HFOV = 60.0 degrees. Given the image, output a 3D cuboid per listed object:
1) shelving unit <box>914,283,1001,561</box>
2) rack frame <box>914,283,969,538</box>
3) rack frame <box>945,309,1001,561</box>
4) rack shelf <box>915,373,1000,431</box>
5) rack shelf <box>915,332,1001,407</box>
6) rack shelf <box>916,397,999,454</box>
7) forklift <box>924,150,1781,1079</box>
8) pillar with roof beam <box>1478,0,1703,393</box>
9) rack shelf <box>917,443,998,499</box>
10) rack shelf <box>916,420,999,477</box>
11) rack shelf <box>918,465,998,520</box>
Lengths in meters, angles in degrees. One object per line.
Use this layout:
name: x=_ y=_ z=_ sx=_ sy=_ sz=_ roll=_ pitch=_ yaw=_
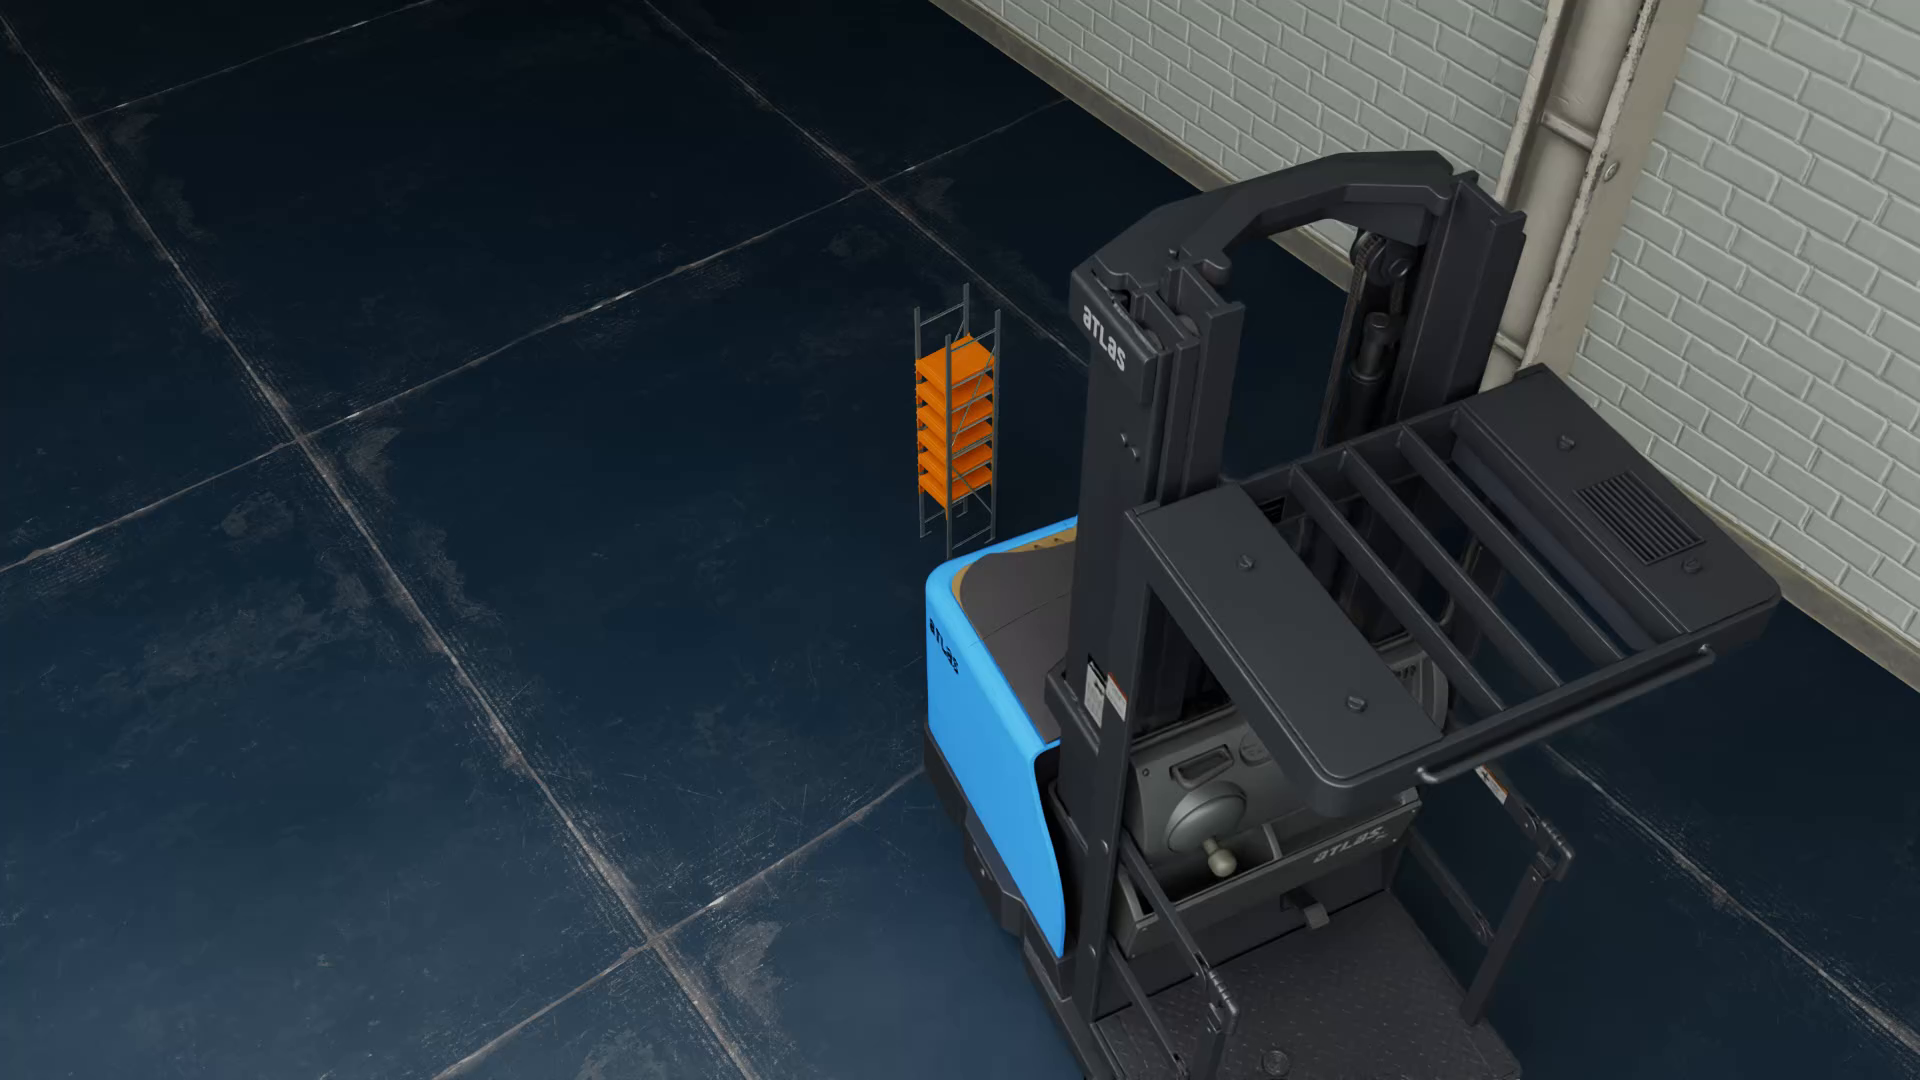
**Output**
shelving unit: x=-0.009 y=-0.412 z=6.312 sx=0.258 sy=1.200 sz=0.189 roll=-29 pitch=54 yaw=-24
rack frame: x=-0.064 y=-0.465 z=6.361 sx=0.240 sy=1.200 sz=0.006 roll=-29 pitch=54 yaw=-24
rack frame: x=0.047 y=-0.358 z=6.263 sx=0.240 sy=1.200 sz=0.006 roll=-29 pitch=54 yaw=-24
rack shelf: x=-0.009 y=-0.543 z=6.167 sx=0.258 sy=0.103 sz=0.180 roll=-29 pitch=54 yaw=-24
rack shelf: x=-0.009 y=-0.623 z=6.078 sx=0.258 sy=0.103 sz=0.180 roll=-29 pitch=54 yaw=-24
rack shelf: x=-0.009 y=-0.462 z=6.256 sx=0.258 sy=0.103 sz=0.180 roll=-29 pitch=54 yaw=-24
forklift: x=0.960 y=0.663 z=4.169 sx=1.130 sy=2.935 sz=3.031 roll=-19 pitch=51 yaw=-17
pillar with roof beam: x=-1.119 y=-1.630 z=2.152 sx=9.100 sy=9.000 sz=0.400 roll=-29 pitch=54 yaw=-24
rack shelf: x=-0.009 y=-0.301 z=6.434 sx=0.258 sy=0.103 sz=0.180 roll=-29 pitch=54 yaw=-24
rack shelf: x=-0.009 y=-0.382 z=6.345 sx=0.258 sy=0.103 sz=0.180 roll=-29 pitch=54 yaw=-24
rack shelf: x=-0.009 y=-0.220 z=6.523 sx=0.258 sy=0.103 sz=0.180 roll=-29 pitch=54 yaw=-24
